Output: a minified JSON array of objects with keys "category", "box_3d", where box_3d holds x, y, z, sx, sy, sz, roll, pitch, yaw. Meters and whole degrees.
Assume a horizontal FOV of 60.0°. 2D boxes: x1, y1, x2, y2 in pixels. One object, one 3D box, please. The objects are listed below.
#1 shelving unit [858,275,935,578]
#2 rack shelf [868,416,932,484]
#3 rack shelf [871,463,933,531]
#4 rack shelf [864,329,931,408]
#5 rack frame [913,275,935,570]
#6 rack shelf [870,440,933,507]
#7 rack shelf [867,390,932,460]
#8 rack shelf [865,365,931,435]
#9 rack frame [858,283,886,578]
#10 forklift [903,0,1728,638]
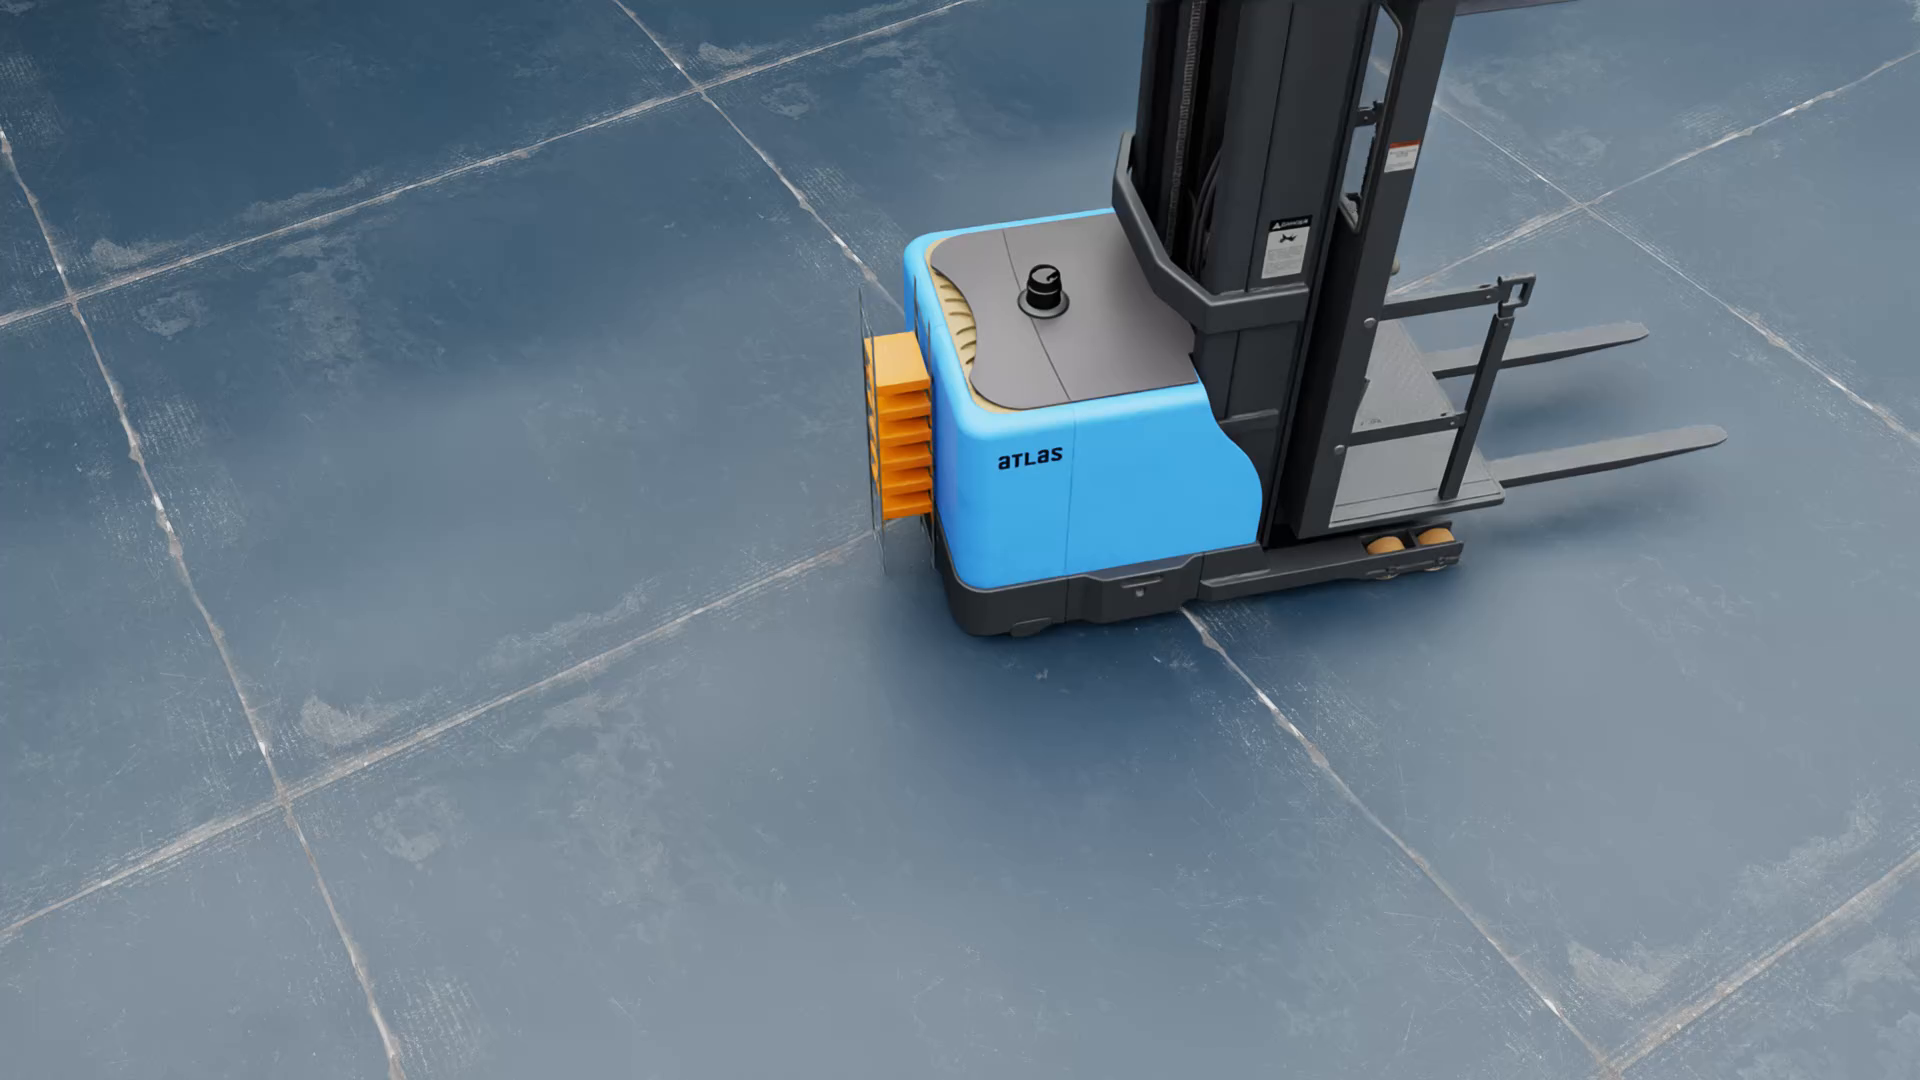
[{"category":"shelving unit","box_3d":[-0.212,-0.361,5.768,0.189,1.200,0.258,-10,49,-8]},{"category":"rack shelf","box_3d":[-0.212,-0.331,5.801,0.180,0.103,0.258,-10,49,-8]},{"category":"rack shelf","box_3d":[-0.212,-0.172,5.980,0.180,0.103,0.258,-10,49,-8]},{"category":"rack shelf","box_3d":[-0.212,-0.571,5.532,0.180,0.103,0.258,-10,49,-8]},{"category":"rack frame","box_3d":[-0.122,-0.376,5.782,0.006,1.200,0.240,-10,49,-8]},{"category":"rack shelf","box_3d":[-0.212,-0.252,5.891,0.180,0.103,0.258,-10,49,-8]},{"category":"rack shelf","box_3d":[-0.212,-0.411,5.712,0.180,0.103,0.258,-10,49,-8]},{"category":"rack shelf","box_3d":[-0.212,-0.491,5.622,0.180,0.103,0.258,-10,49,-8]},{"category":"rack frame","box_3d":[-0.301,-0.346,5.755,0.006,1.200,0.240,-10,49,-8]},{"category":"forklift","box_3d":[1.362,-1.206,5.361,3.031,2.935,1.130,-10,49,-8]}]
